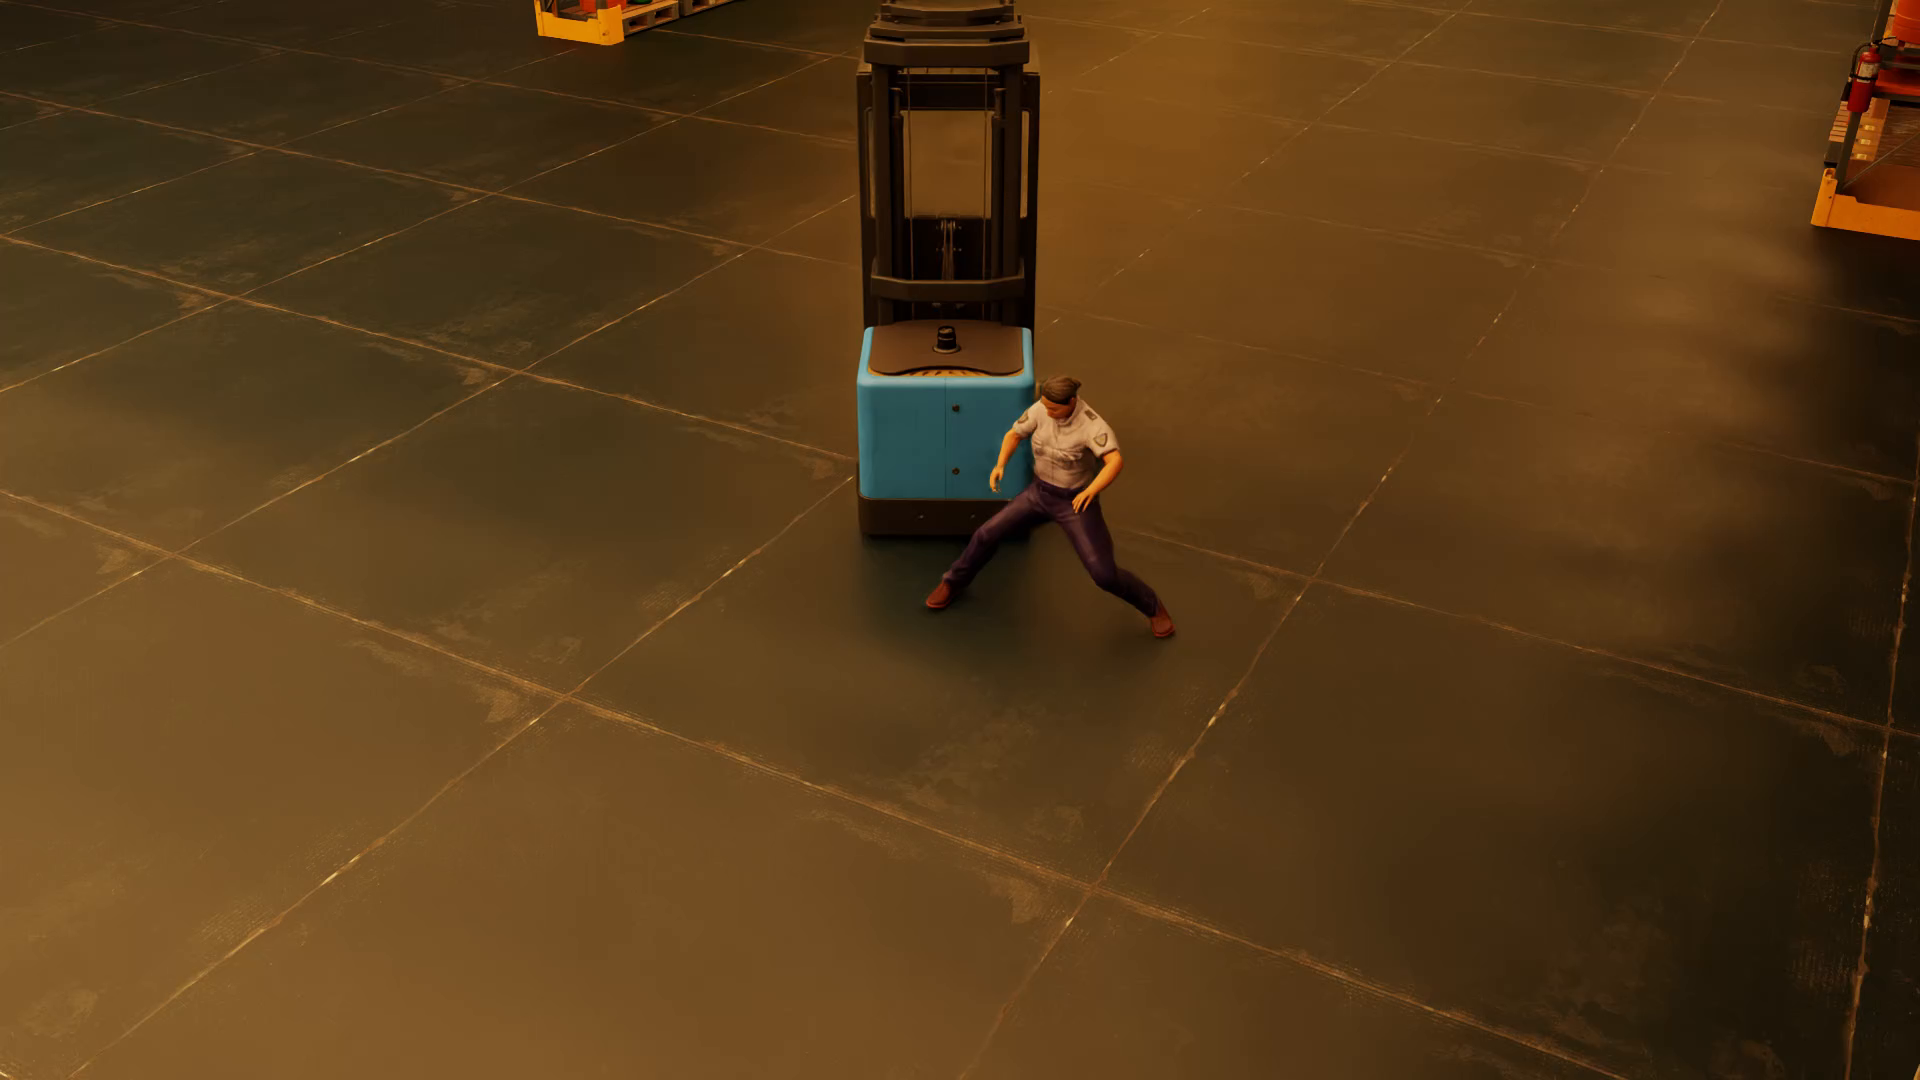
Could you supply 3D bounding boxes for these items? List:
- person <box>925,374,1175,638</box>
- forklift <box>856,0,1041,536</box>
[{"bbox_3d":[0.507,-0.190,8.875,1.273,1.433,0.824,25,38,36],"label":"person"},{"bbox_3d":[-0.065,-1.992,10.523,1.130,2.935,3.031,0,30,1],"label":"forklift"}]
